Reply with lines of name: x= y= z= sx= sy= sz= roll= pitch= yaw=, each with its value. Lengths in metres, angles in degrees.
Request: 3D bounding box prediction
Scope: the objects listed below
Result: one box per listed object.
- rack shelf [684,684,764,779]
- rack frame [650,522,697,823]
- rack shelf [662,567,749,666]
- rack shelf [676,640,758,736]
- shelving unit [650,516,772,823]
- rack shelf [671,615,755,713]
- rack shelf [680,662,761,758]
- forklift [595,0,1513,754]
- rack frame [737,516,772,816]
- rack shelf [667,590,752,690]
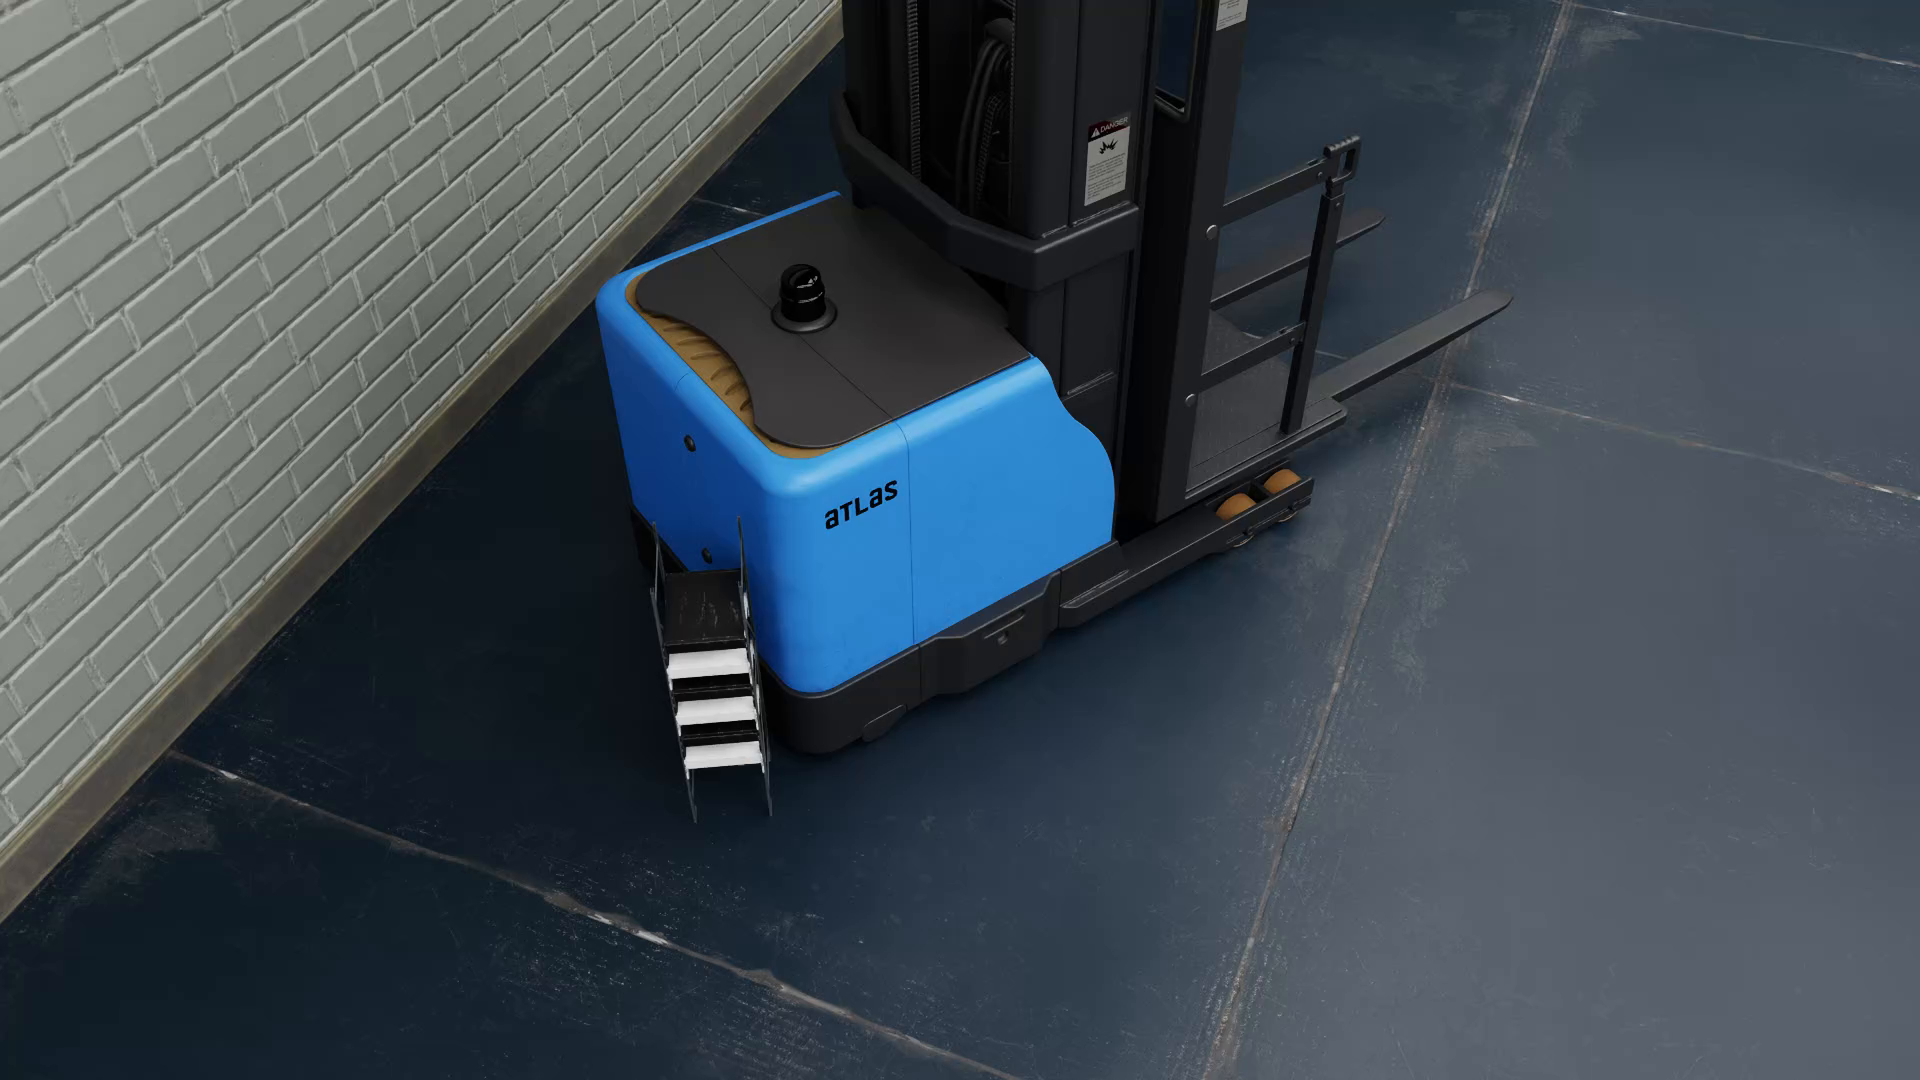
rack shelf: x=-0.625 y=0.503 z=4.409 sx=0.200 sy=0.077 sz=0.258 roll=-4 pitch=45 yaw=-4
rack frame: x=-0.726 y=0.360 z=4.251 sx=0.006 sy=0.900 sz=0.240 roll=-4 pitch=45 yaw=-4
rack shelf: x=-0.625 y=0.184 z=4.091 sx=0.200 sy=0.077 sz=0.258 roll=-4 pitch=45 yaw=-4
rack shelf: x=-0.625 y=0.376 z=4.282 sx=0.200 sy=0.077 sz=0.258 roll=-4 pitch=45 yaw=-4
shelving unit: x=-0.625 y=0.352 z=4.258 sx=0.210 sy=0.900 sz=0.258 roll=-4 pitch=45 yaw=-4
rack shelf: x=-0.625 y=0.312 z=4.218 sx=0.200 sy=0.077 sz=0.258 roll=-4 pitch=45 yaw=-4
rack shelf: x=-0.625 y=0.439 z=4.345 sx=0.200 sy=0.077 sz=0.258 roll=-4 pitch=45 yaw=-4
forklift: x=0.505 y=-1.296 z=4.474 sx=3.031 sy=2.935 sz=1.130 roll=-27 pitch=51 yaw=-24
rack frame: x=-0.524 y=0.345 z=4.266 sx=0.006 sy=0.900 sz=0.240 roll=-4 pitch=45 yaw=-4
rack shelf: x=-0.625 y=0.248 z=4.155 sx=0.200 sy=0.077 sz=0.258 roll=-4 pitch=45 yaw=-4
